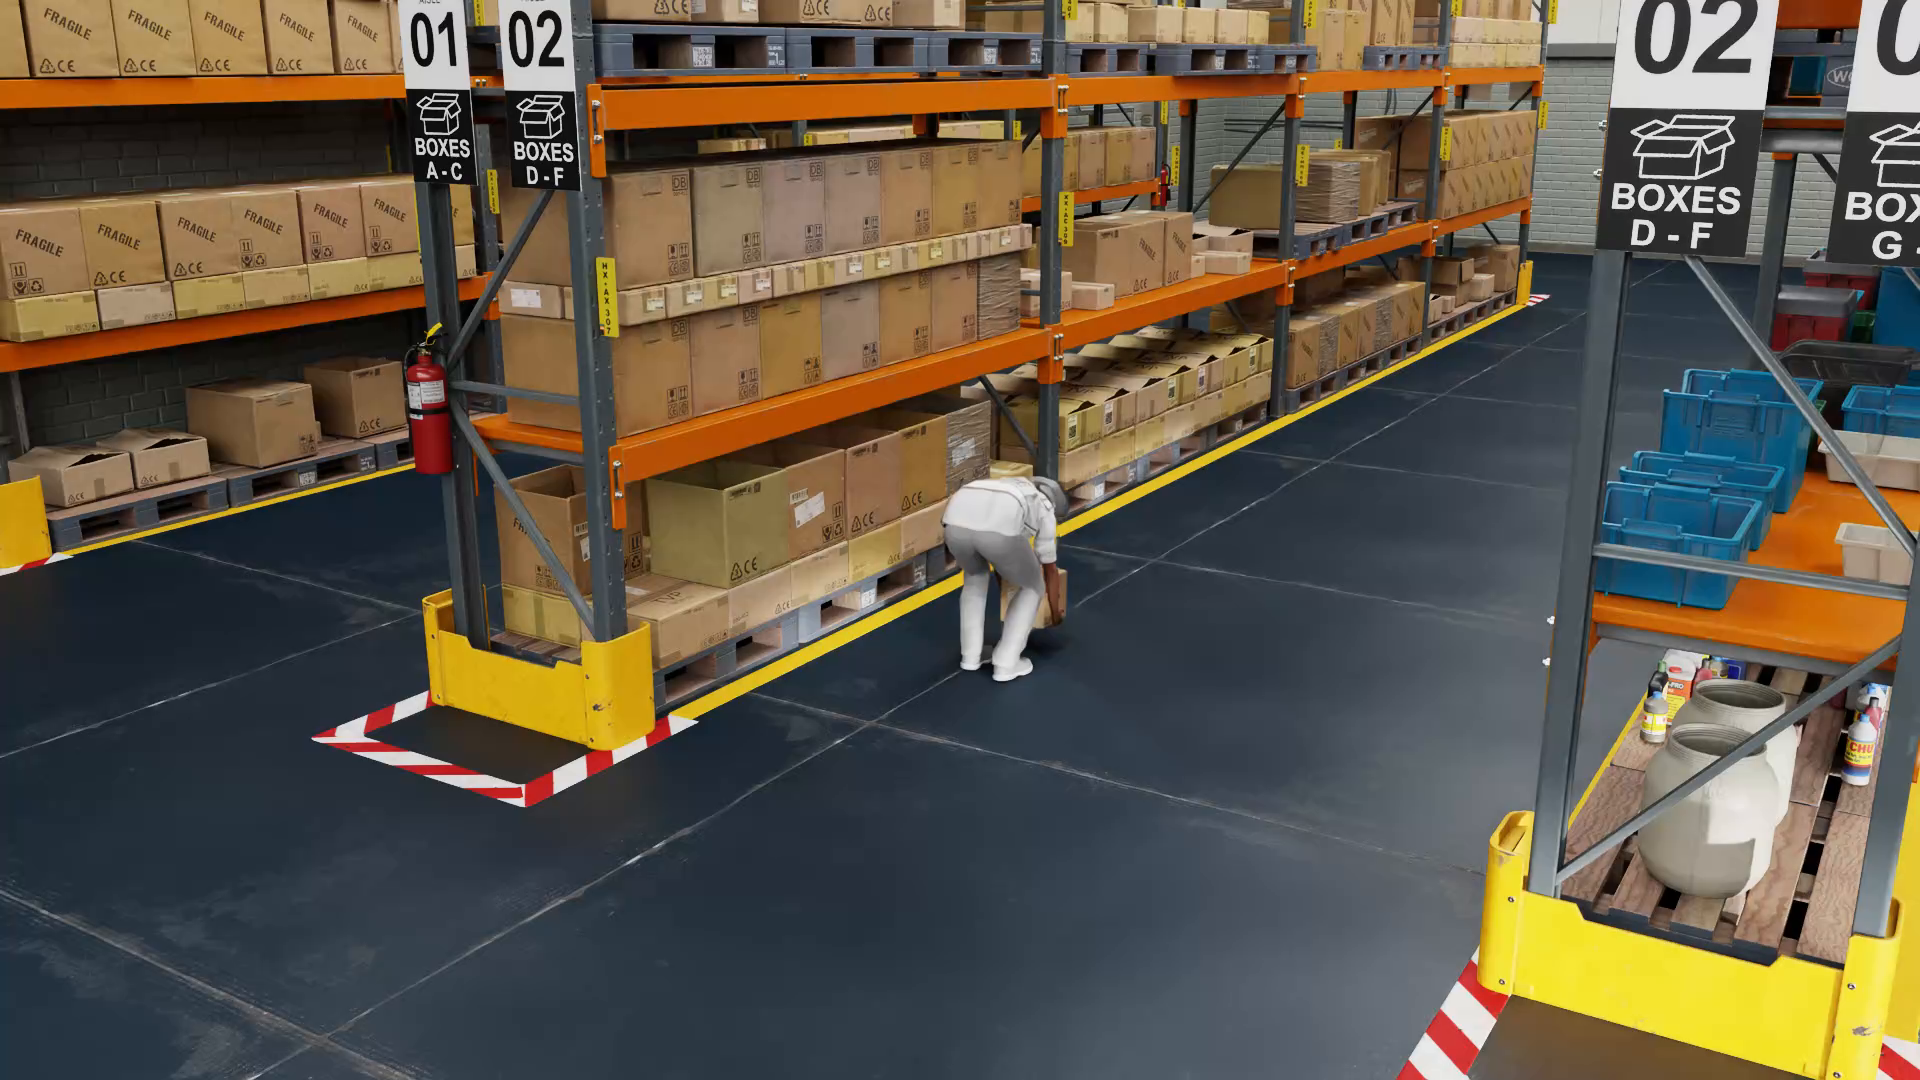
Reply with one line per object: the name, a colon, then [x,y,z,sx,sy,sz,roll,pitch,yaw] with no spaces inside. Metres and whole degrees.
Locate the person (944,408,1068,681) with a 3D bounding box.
person: [0.262,0.006,8.286,0.416,1.238,0.920,9,18,28]
